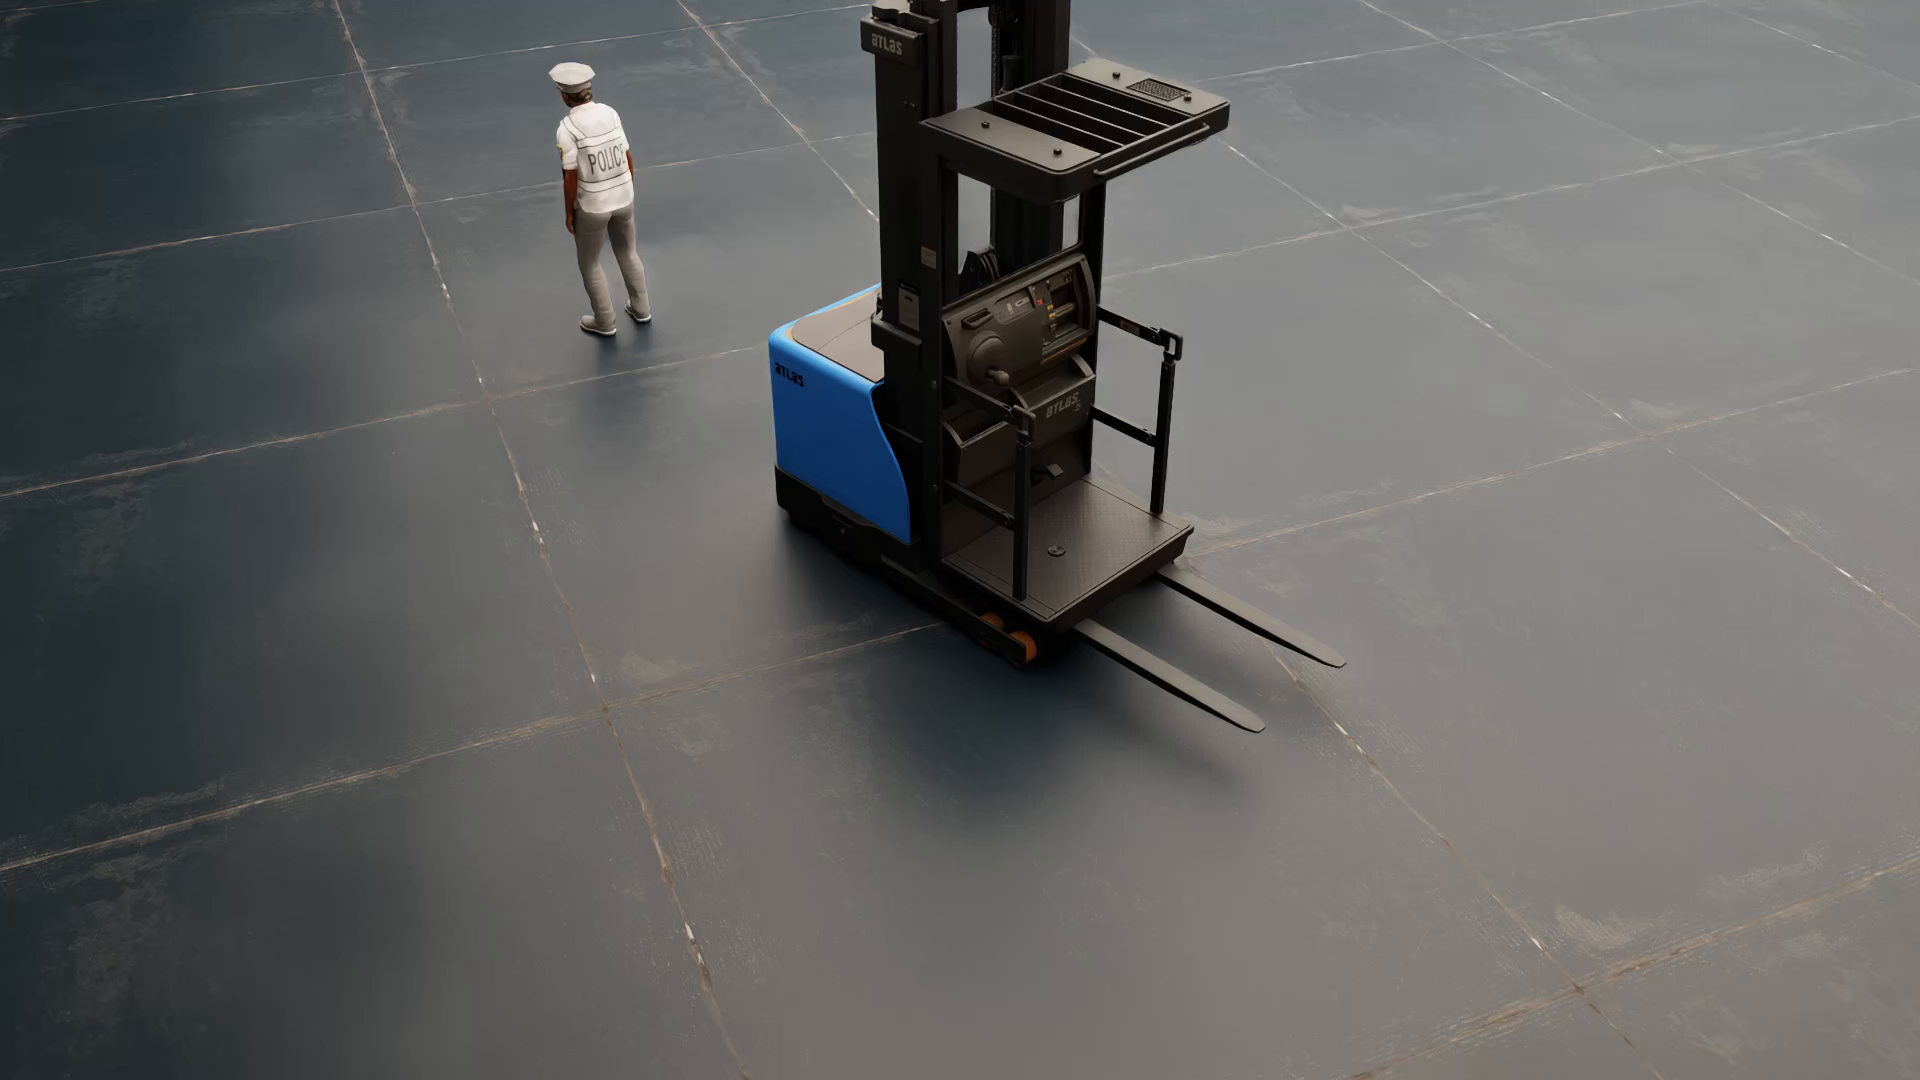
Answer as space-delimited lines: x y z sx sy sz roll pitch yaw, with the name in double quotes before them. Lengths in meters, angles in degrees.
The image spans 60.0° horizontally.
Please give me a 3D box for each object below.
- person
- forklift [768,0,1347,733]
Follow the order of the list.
"person" -2.174 -2.040 10.070 0.518 1.656 0.397 -29 45 -34
"forklift" 0.432 -0.946 7.429 3.031 2.935 1.130 30 45 35
